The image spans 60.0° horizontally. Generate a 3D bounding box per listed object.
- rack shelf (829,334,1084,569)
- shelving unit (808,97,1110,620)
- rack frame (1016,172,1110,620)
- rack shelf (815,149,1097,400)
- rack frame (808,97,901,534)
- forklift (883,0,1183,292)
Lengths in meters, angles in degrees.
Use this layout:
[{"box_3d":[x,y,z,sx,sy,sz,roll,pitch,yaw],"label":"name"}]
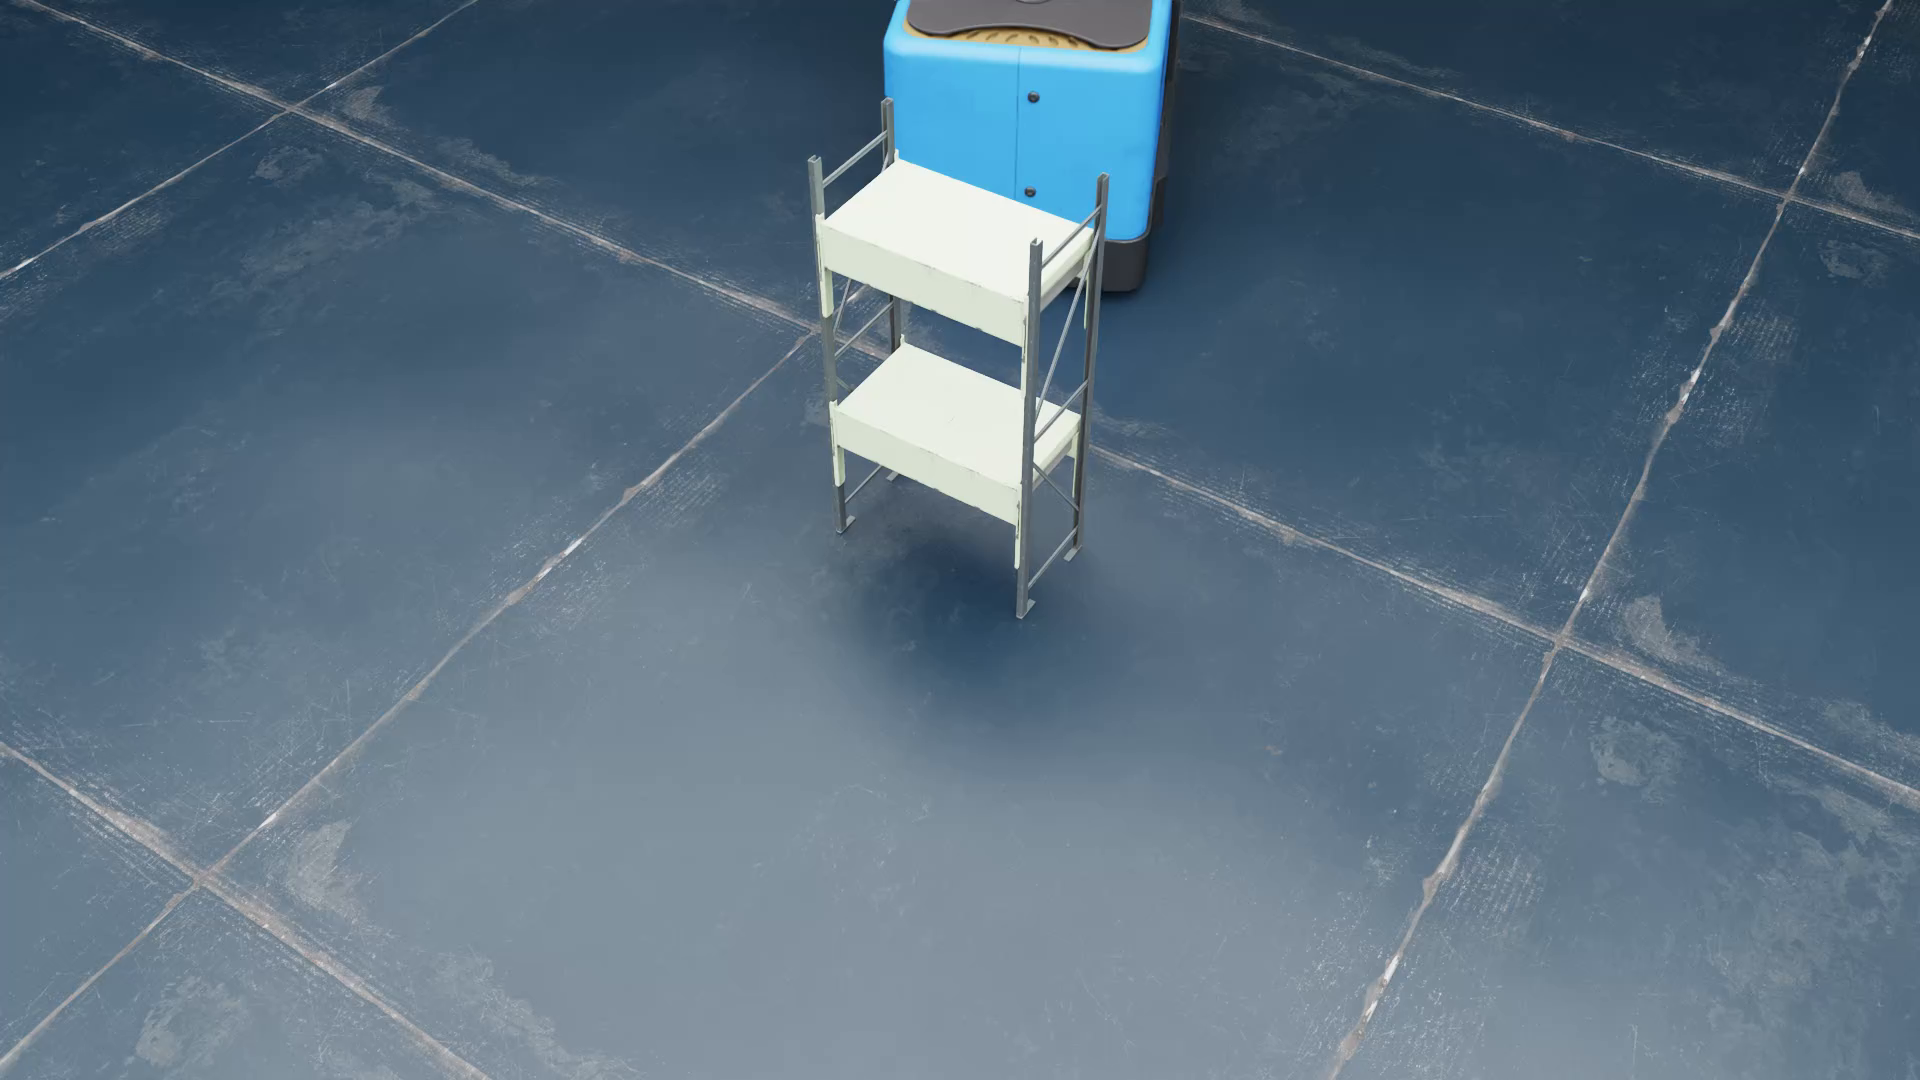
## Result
[{"box_3d":[-0.006,-0.298,5.448,0.720,0.370,0.431,25,51,22],"label":"rack shelf"},{"box_3d":[-0.006,-0.525,5.215,0.755,1.500,0.431,25,51,22],"label":"shelving unit"},{"box_3d":[0.302,-0.384,5.077,0.023,1.500,0.400,25,51,22],"label":"rack frame"},{"box_3d":[-0.006,-0.797,4.935,0.720,0.370,0.431,25,51,22],"label":"rack shelf"},{"box_3d":[-0.314,-0.667,5.352,0.023,1.500,0.400,25,51,22],"label":"rack frame"},{"box_3d":[0.437,-3.075,6.695,1.130,2.935,3.031,6,46,6],"label":"forklift"}]
